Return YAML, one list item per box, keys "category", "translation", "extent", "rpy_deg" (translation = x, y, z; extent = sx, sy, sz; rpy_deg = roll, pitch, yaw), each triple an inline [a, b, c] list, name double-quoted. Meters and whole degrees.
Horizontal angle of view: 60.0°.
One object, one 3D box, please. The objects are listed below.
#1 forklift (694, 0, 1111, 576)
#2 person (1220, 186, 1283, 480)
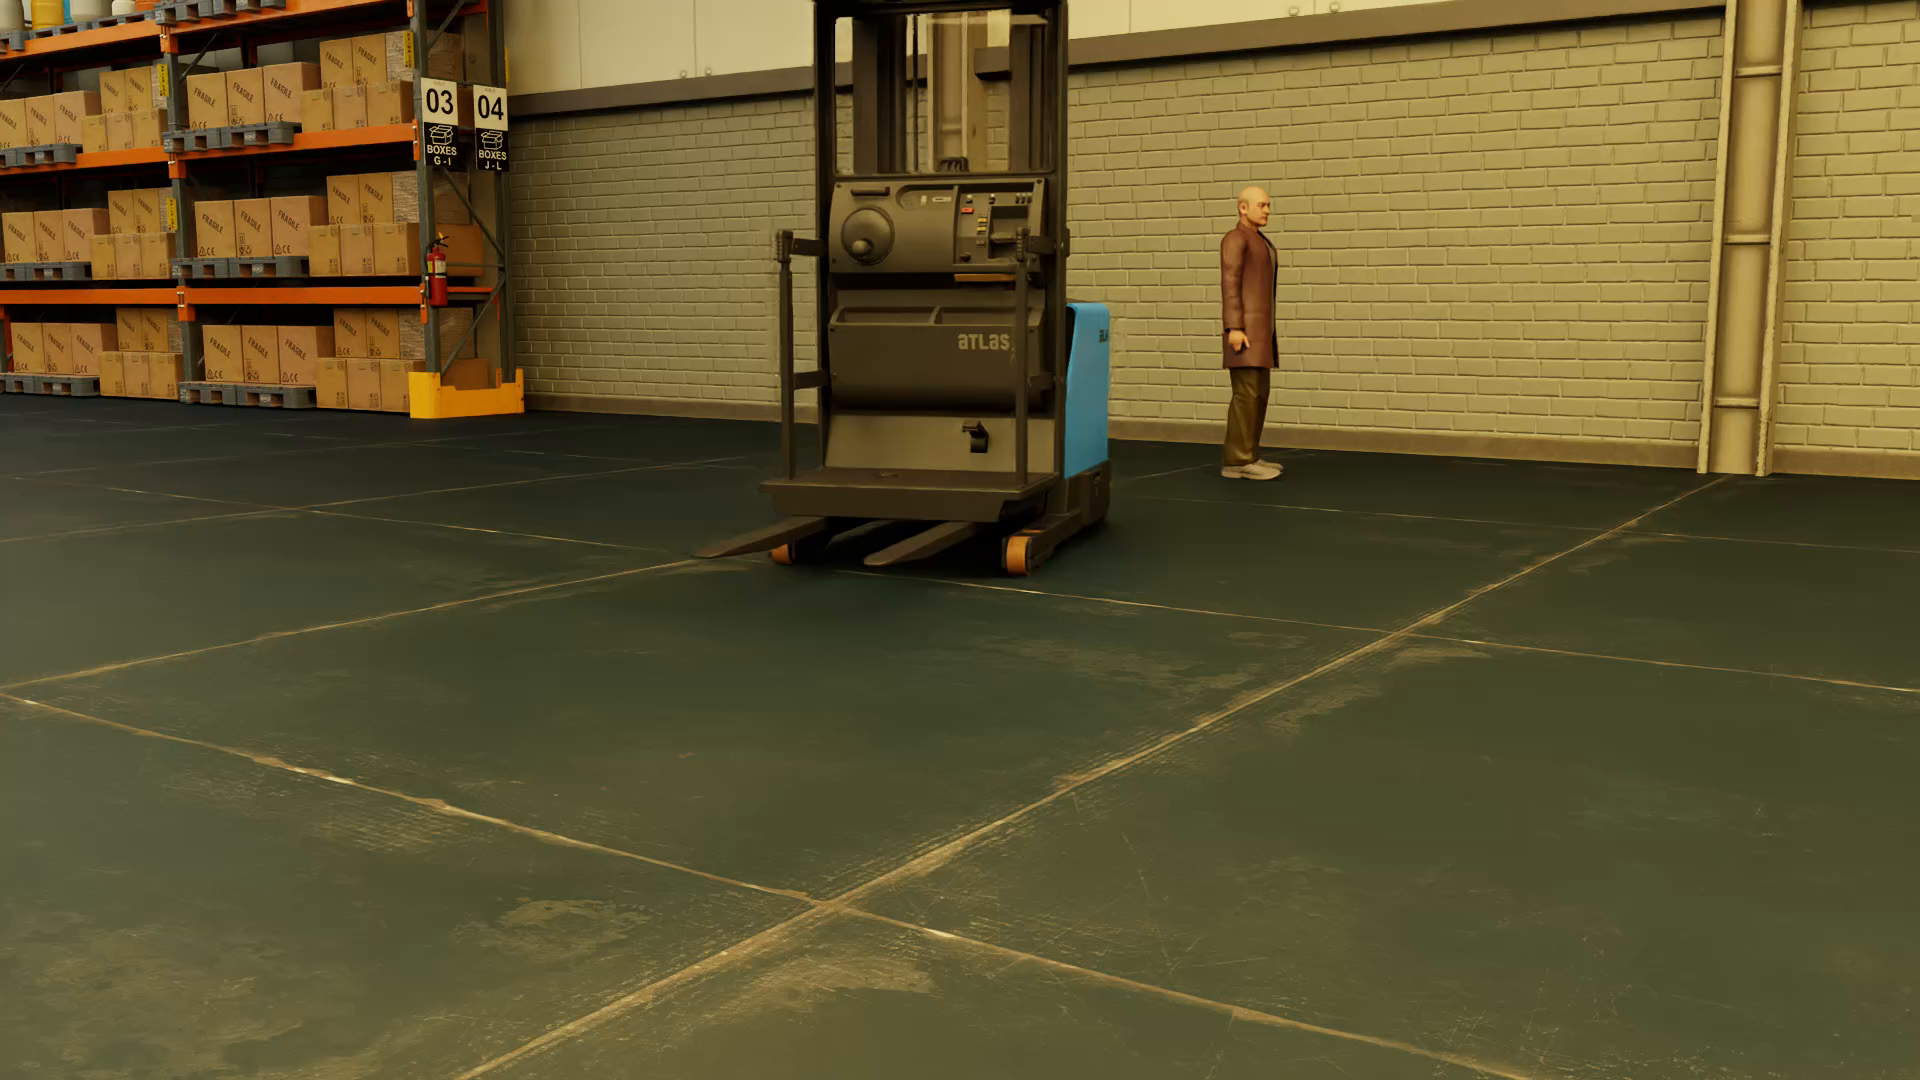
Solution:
- category: "forklift"
  translation: [-0.159, -1.367, 6.809]
  extent: [1.130, 2.935, 3.031]
  rpy_deg: [2, 8, 16]
- category: "person"
  translation: [1.833, -1.281, 10.285]
  extent: [0.421, 1.782, 0.643]
  rpy_deg: [3, 9, 23]
